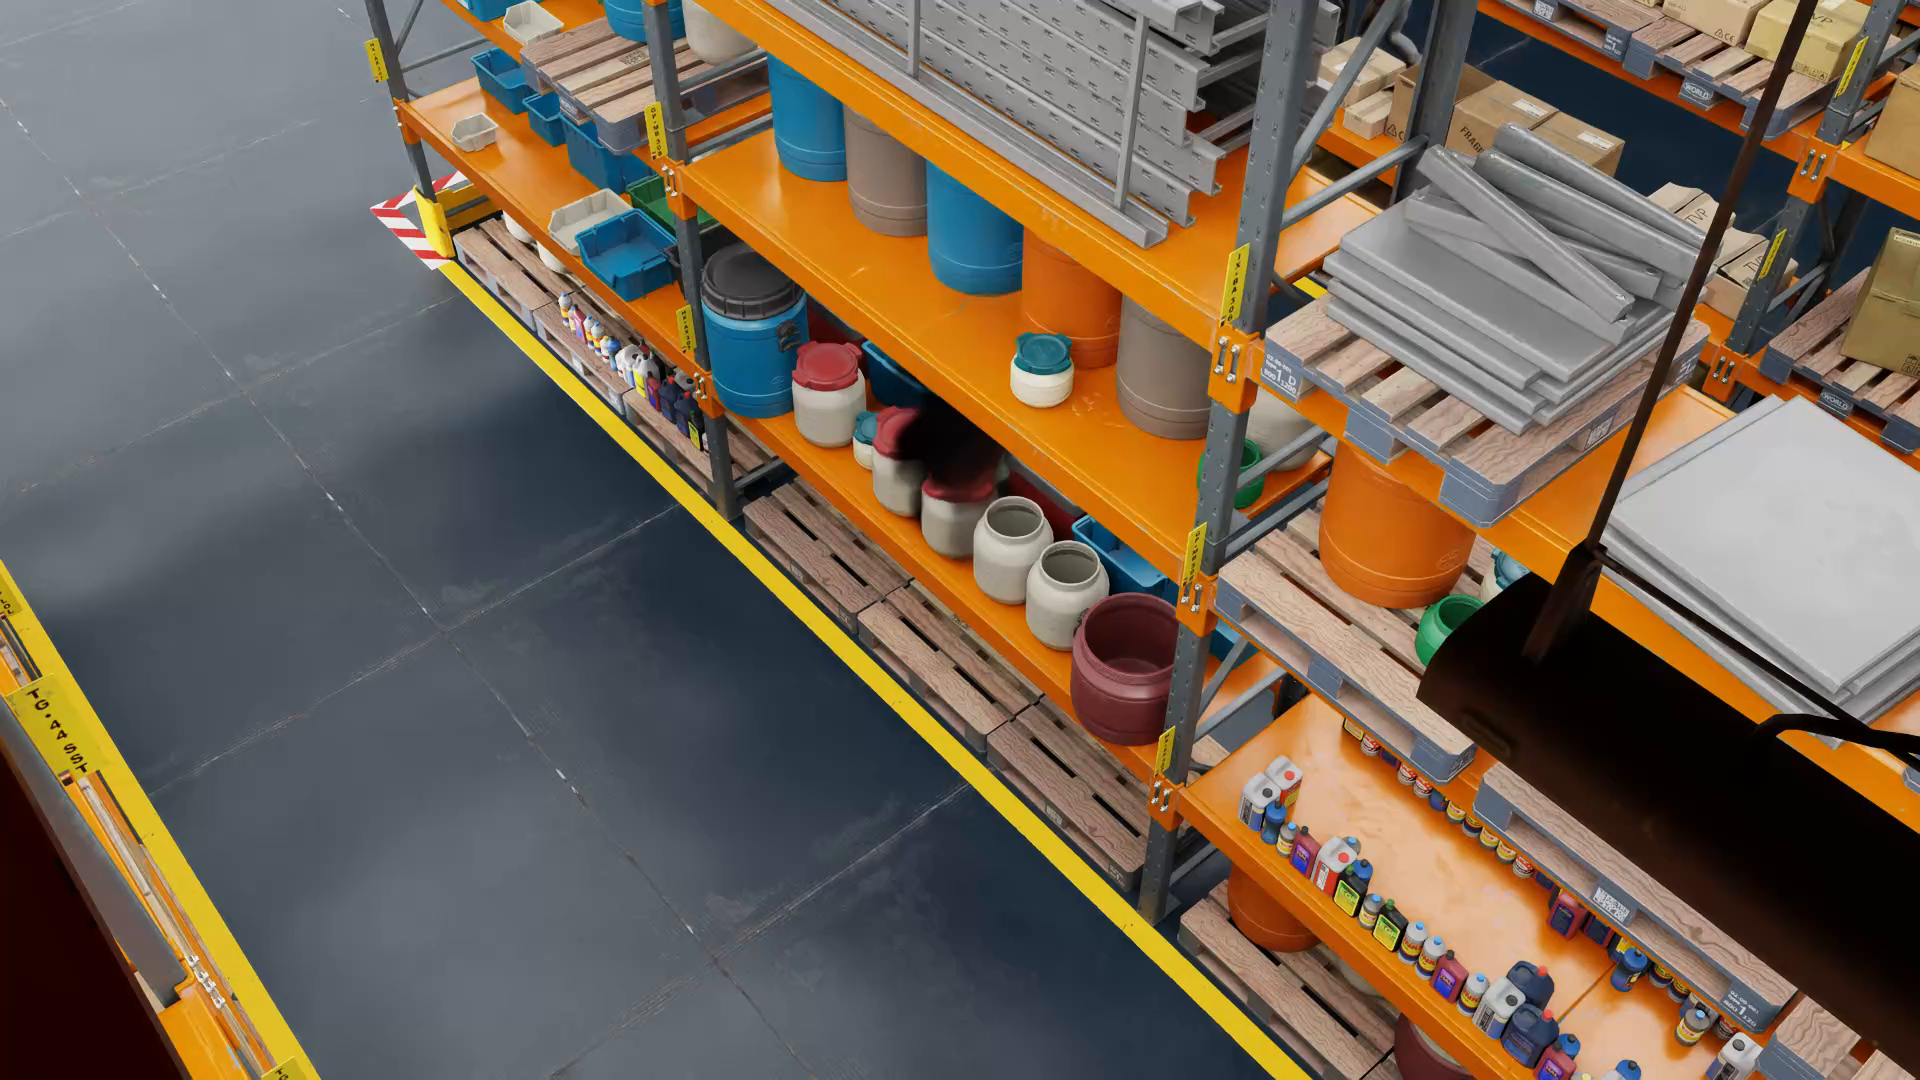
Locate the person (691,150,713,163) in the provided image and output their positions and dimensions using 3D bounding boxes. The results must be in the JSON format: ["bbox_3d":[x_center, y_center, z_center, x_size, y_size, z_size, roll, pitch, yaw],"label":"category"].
[{"bbox_3d":[-2.365,-3.771,13.386,0.652,1.768,0.684,30,53,25],"label":"person"}]

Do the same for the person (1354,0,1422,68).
[{"bbox_3d":[3.706,-4.615,14.189,0.930,1.701,0.587,33,55,27],"label":"person"}]
